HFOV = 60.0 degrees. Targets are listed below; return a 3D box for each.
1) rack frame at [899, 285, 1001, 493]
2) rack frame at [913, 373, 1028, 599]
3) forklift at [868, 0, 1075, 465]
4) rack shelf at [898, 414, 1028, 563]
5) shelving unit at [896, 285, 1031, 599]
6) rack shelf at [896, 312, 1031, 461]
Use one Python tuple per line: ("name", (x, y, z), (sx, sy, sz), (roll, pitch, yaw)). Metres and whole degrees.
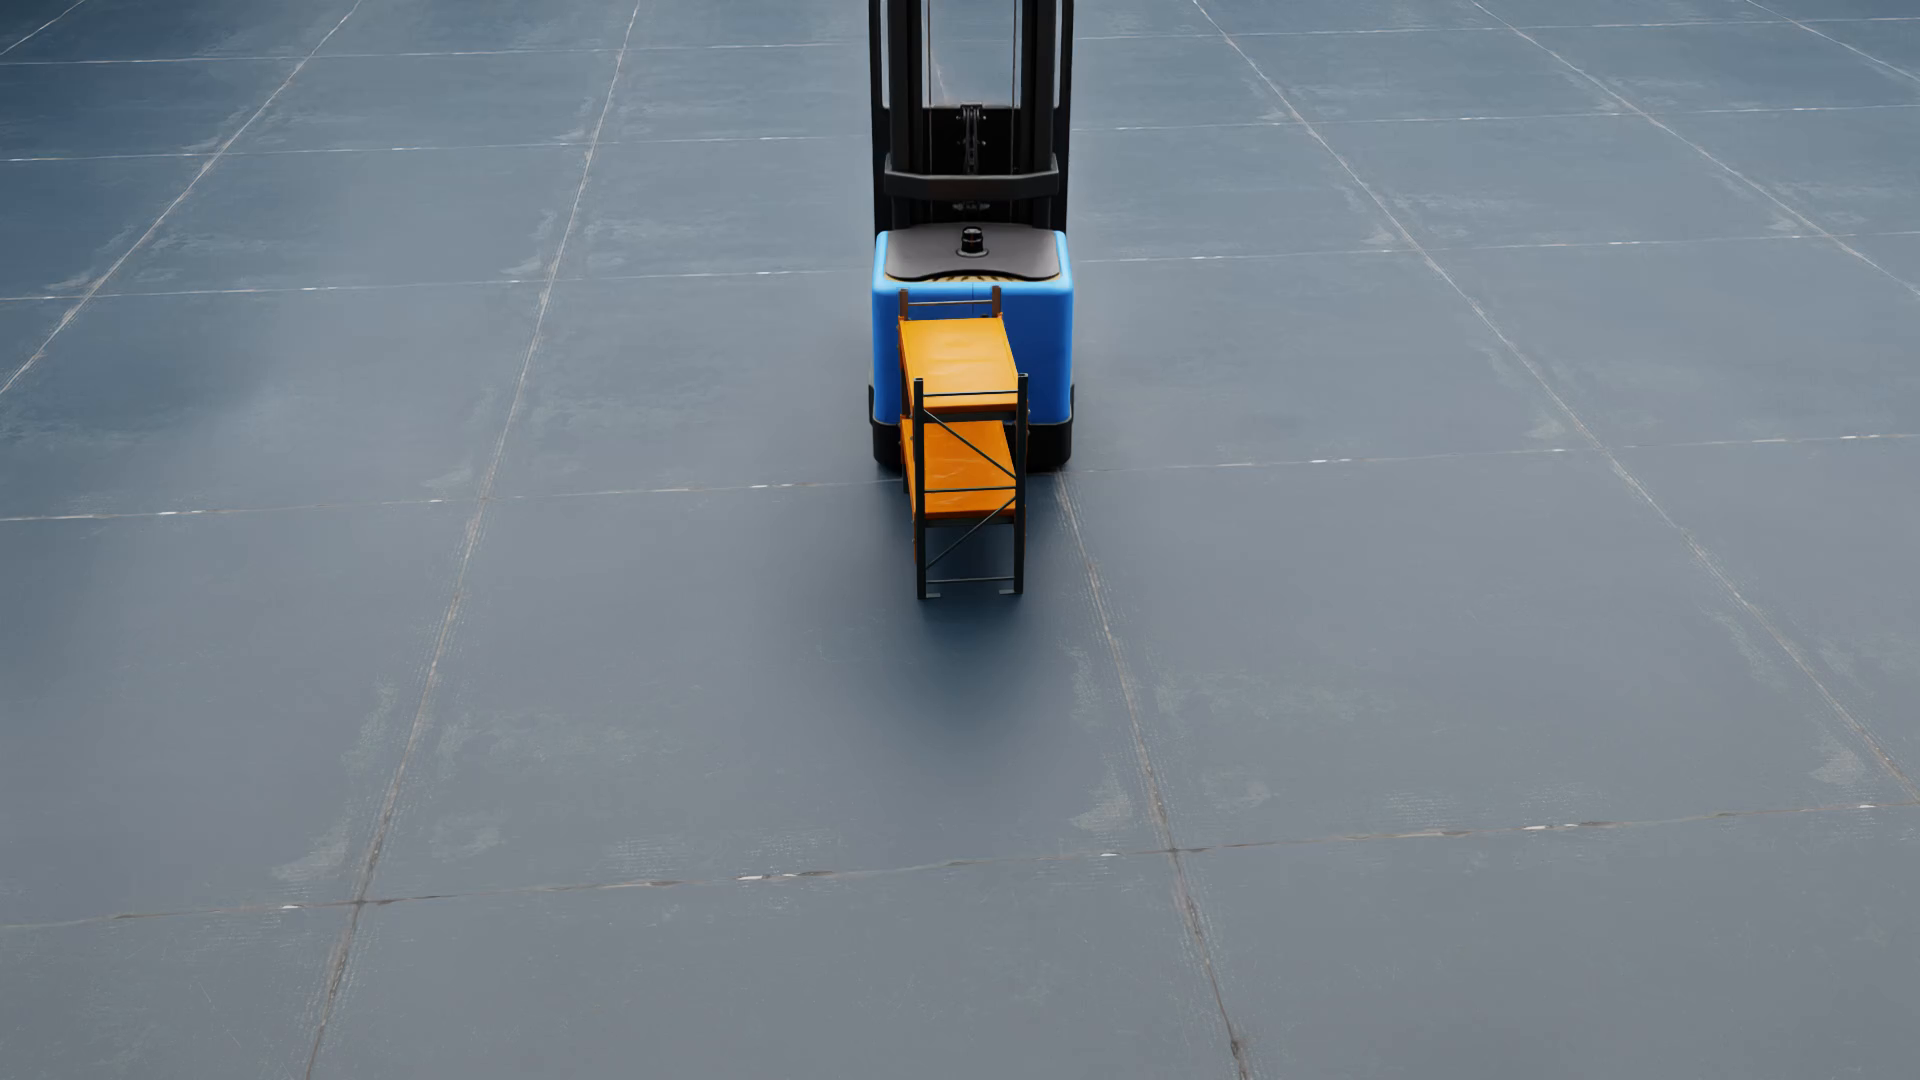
("rack frame", (-0.048, -0.746, 8.402), (0.500, 1.125, 0.032), (-3, 31, -5))
("rack frame", (0.047, -0.227, 7.533), (0.500, 1.125, 0.032), (-3, 31, -5))
("forklift", (0.057, -2.368, 9.356), (1.130, 2.935, 3.031), (0, 31, 0))
("rack shelf", (-0.001, -0.276, 8.093), (0.538, 0.278, 1.000), (-3, 31, -5))
("shelving unit", (-0.001, -0.486, 7.967), (0.538, 1.125, 1.048), (-3, 31, -5))
("rack shelf", (-0.001, -0.738, 7.817), (0.538, 0.278, 1.000), (-3, 31, -5))
